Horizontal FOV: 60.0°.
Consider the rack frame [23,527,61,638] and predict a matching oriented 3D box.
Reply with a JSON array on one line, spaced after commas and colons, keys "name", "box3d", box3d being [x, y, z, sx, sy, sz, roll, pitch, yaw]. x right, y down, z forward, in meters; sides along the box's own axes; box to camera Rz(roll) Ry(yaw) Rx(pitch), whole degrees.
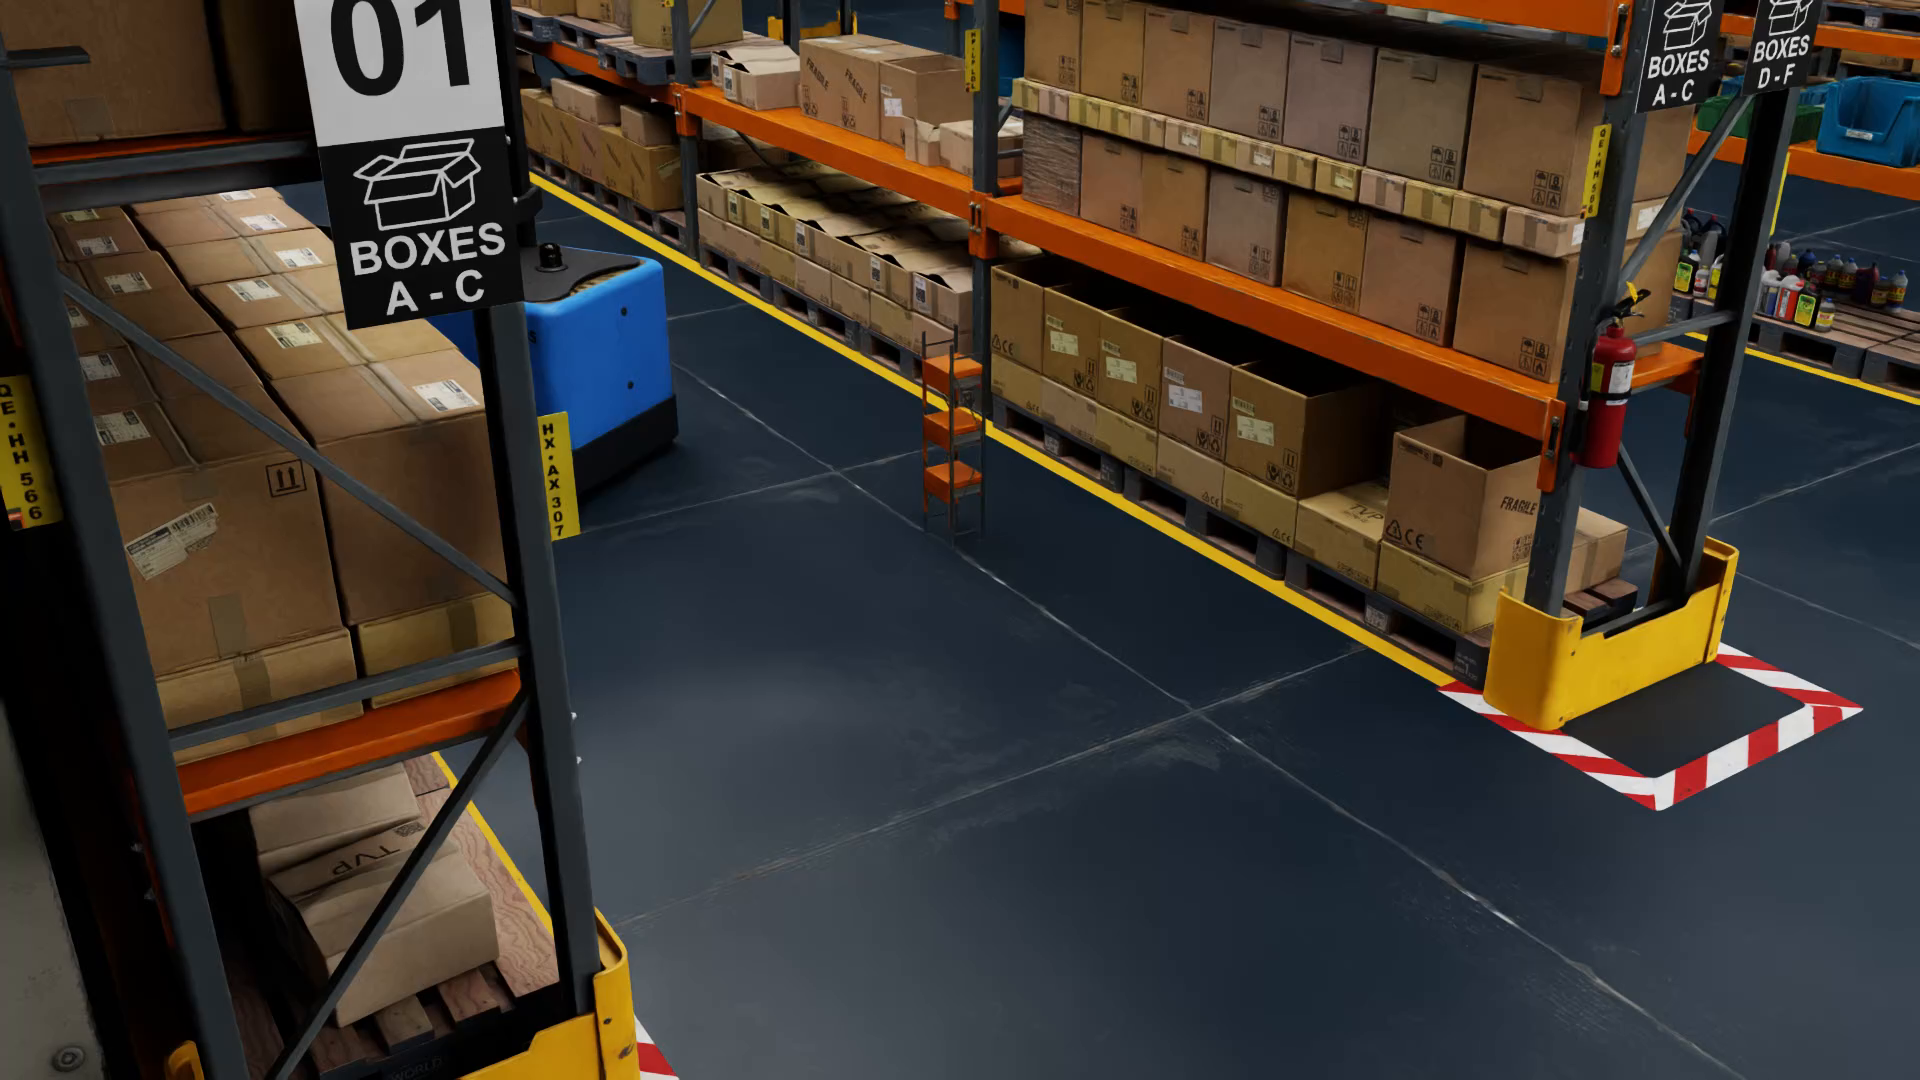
[{"name": "rack frame", "box3d": [-3.627, -1.064, 7.000, 1.000, 3.000, 0.127, -16, 29, -30]}]

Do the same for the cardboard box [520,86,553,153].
[{"name": "cardboard box", "box3d": [-3.786, -3.920, 15.462, 0.500, 0.500, 0.500, -17, 30, -32]}]

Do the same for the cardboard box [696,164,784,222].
[{"name": "cardboard box", "box3d": [-1.622, -2.595, 12.315, 0.500, 0.311, 0.500, -14, 29, -28]}]

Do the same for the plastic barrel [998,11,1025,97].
[{"name": "plastic barrel", "box3d": [0.589, -5.276, 17.889, 0.600, 0.901, 0.708, -16, 29, -30]}]

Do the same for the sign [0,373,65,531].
[{"name": "sign", "box3d": [-1.919, -0.177, 3.396, 0.100, 0.325, 0.005, -16, 29, -30]}]

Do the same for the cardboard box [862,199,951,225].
[{"name": "cardboard box", "box3d": [-0.336, -2.175, 11.426, 0.500, 0.311, 0.500, -15, 29, -28]}]

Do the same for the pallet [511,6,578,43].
[{"name": "pallet", "box3d": [-3.501, -4.683, 14.891, 1.003, 0.211, 1.213, -16, 29, -30]}]

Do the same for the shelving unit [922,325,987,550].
[{"name": "shelving unit", "box3d": [-0.029, -0.494, 8.077, 0.215, 1.050, 0.252, -16, 29, -30]}]

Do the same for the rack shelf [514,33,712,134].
[{"name": "rack shelf", "box3d": [-2.754, -4.040, 14.148, 1.077, 0.370, 4.000, -16, 29, -30]}]

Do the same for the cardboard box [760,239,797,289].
[{"name": "cardboard box", "box3d": [-1.058, -1.977, 11.663, 0.500, 0.250, 0.500, -16, 30, -31]}]

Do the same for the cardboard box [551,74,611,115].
[{"name": "cardboard box", "box3d": [-3.240, -3.901, 14.545, 0.500, 0.250, 0.500, -15, 29, -29]}]

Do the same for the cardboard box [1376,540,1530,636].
[{"name": "cardboard box", "box3d": [2.165, 0.142, 7.175, 0.500, 0.250, 0.500, -16, 29, -30]}]

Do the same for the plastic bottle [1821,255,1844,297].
[{"name": "plastic bottle", "box3d": [5.887, -1.786, 11.211, 0.097, 0.271, 0.097, 0, 25, 0]}]

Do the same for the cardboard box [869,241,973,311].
[{"name": "cardboard box", "box3d": [-0.229, -1.682, 10.382, 0.500, 0.311, 0.500, -15, 29, -28]}]

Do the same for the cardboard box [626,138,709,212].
[{"name": "cardboard box", "box3d": [-2.370, -2.999, 13.511, 0.500, 0.500, 0.500, -14, 29, -28]}]

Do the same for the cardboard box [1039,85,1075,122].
[{"name": "cardboard box", "box3d": [0.643, -2.327, 8.799, 0.380, 0.149, 0.250, -15, 29, -29]}]

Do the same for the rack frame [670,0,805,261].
[{"name": "rack frame", "box3d": [-1.662, -3.650, 12.479, 1.000, 3.000, 0.127, -16, 29, -30]}]

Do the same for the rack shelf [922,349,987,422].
[{"name": "rack shelf", "box3d": [-0.029, -0.741, 7.960, 0.215, 0.259, 0.240, -16, 29, -30]}]

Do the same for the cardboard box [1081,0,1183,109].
[{"name": "cardboard box", "box3d": [1.046, -2.514, 8.434, 0.700, 0.500, 0.500, -16, 29, -30]}]

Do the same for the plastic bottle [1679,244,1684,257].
[{"name": "plastic bottle", "box3d": [4.870, -1.921, 11.403, 0.144, 0.351, 0.185, -17, 30, -32]}]

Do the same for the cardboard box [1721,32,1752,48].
[{"name": "cardboard box", "box3d": [9.992, -6.498, 20.947, 0.500, 0.500, 0.500, -14, 29, -28]}]

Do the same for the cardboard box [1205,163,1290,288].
[{"name": "cardboard box", "box3d": [1.613, -1.557, 7.928, 0.700, 0.500, 0.500, -15, 29, -28]}]

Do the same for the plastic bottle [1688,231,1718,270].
[{"name": "plastic bottle", "box3d": [5.261, -2.064, 11.795, 0.152, 0.276, 0.135, -16, 29, -30]}]

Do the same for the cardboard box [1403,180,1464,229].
[{"name": "cardboard box", "box3d": [2.053, -1.404, 6.844, 0.380, 0.149, 0.250, -16, 30, -30]}]

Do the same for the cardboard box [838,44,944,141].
[{"name": "cardboard box", "box3d": [-0.445, -2.911, 10.795, 0.500, 0.500, 0.500, -15, 29, -29]}]

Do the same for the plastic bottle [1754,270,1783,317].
[{"name": "plastic bottle", "box3d": [5.297, -1.610, 10.832, 0.152, 0.276, 0.135, -16, 30, -31]}]

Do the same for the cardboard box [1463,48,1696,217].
[{"name": "cardboard box", "box3d": [2.432, -1.610, 6.519, 0.700, 0.500, 0.500, -15, 29, -29]}]

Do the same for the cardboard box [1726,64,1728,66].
[{"name": "cardboard box", "box3d": [7.336, -4.596, 16.894, 0.700, 0.500, 0.500, -18, 31, -34]}]

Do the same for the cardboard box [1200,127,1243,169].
[{"name": "cardboard box", "box3d": [1.354, -1.864, 7.817, 0.380, 0.149, 0.250, -16, 30, -30]}]

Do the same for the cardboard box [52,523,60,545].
[{"name": "cardboard box", "box3d": [-2.710, -0.238, 5.404, 0.500, 0.250, 0.500, -15, 29, -29]}]

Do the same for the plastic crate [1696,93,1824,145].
[{"name": "plastic crate", "box3d": [5.178, -2.725, 10.768, 0.450, 0.188, 0.662, -16, 29, -30]}]

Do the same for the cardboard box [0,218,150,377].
[{"name": "cardboard box", "box3d": [-2.999, -0.762, 5.634, 0.500, 0.500, 0.500, -15, 29, -28]}]

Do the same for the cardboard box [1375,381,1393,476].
[{"name": "cardboard box", "box3d": [2.040, -0.672, 8.021, 0.500, 0.500, 0.500, -16, 29, -30]}]

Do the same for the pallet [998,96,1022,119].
[{"name": "pallet", "box3d": [0.693, -4.687, 17.942, 1.003, 0.211, 1.213, -16, 29, -30]}]

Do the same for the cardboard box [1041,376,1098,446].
[{"name": "cardboard box", "box3d": [0.789, -0.749, 9.063, 0.500, 0.250, 0.500, -16, 29, -30]}]

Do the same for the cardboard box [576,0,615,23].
[{"name": "cardboard box", "box3d": [-2.830, -4.698, 14.090, 0.500, 0.500, 0.700, 21, 33, 37]}]

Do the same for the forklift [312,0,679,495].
[{"name": "forklift", "box3d": [-3.143, -1.944, 8.944, 3.031, 2.935, 1.130, 11, 27, 22]}]

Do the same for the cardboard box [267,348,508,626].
[{"name": "cardboard box", "box3d": [-1.452, -0.154, 4.347, 0.500, 0.500, 0.500, -15, 29, -30]}]

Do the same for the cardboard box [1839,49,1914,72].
[{"name": "cardboard box", "box3d": [11.108, -6.011, 19.623, 1.050, 0.750, 0.750, -16, 30, -30]}]

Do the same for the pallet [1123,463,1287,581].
[{"name": "pallet", "box3d": [1.590, -0.228, 8.495, 1.003, 0.211, 1.213, -16, 29, -30]}]

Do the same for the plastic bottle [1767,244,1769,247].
[{"name": "plastic bottle", "box3d": [5.548, -2.026, 11.626, 0.144, 0.351, 0.185, -16, 29, -30]}]

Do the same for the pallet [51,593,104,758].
[{"name": "pallet", "box3d": [-3.231, 0.429, 7.104, 1.003, 0.211, 1.213, -16, 29, -30]}]

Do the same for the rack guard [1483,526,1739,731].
[{"name": "rack guard", "box3d": [2.718, 0.350, 6.933, 1.175, 0.500, 0.348, -16, 29, -30]}]

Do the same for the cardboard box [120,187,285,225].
[{"name": "cardboard box", "box3d": [-2.833, -1.070, 6.287, 0.500, 0.500, 0.500, -16, 29, -30]}]

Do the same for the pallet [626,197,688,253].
[{"name": "pallet", "box3d": [-2.038, -2.665, 13.658, 1.003, 0.211, 1.213, -16, 29, -30]}]

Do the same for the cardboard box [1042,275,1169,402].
[{"name": "cardboard box", "box3d": [0.792, -1.089, 8.904, 0.500, 0.500, 0.500, -16, 29, -30]}]

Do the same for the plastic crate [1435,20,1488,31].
[{"name": "plastic crate", "box3d": [3.811, -3.687, 12.576, 0.392, 0.384, 0.575, -16, 29, -30]}]

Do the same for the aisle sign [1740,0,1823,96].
[{"name": "aisle sign", "box3d": [2.997, -2.012, 5.964, 0.394, 0.787, 0.004, -16, 29, -30]}]

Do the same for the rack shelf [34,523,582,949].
[{"name": "rack shelf", "box3d": [-2.535, -0.023, 5.638, 1.077, 0.370, 4.000, -16, 29, -30]}]
